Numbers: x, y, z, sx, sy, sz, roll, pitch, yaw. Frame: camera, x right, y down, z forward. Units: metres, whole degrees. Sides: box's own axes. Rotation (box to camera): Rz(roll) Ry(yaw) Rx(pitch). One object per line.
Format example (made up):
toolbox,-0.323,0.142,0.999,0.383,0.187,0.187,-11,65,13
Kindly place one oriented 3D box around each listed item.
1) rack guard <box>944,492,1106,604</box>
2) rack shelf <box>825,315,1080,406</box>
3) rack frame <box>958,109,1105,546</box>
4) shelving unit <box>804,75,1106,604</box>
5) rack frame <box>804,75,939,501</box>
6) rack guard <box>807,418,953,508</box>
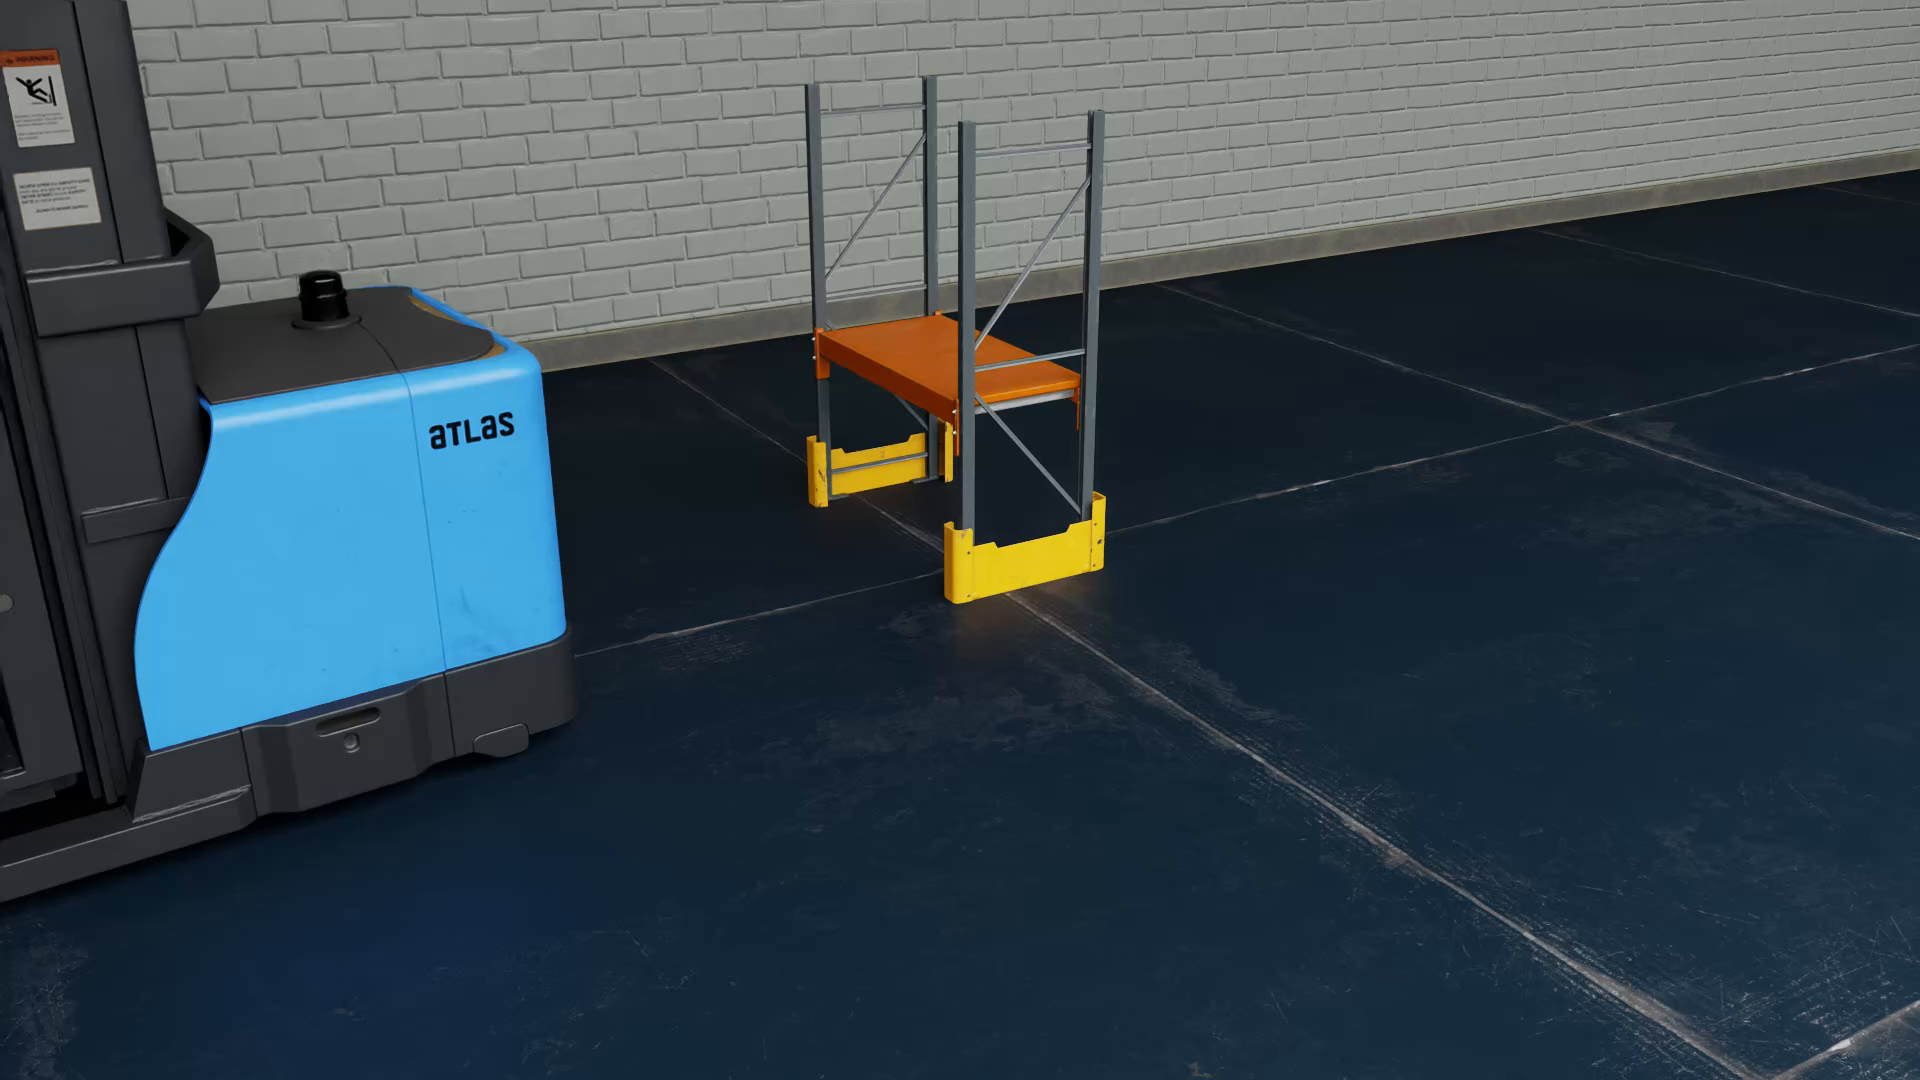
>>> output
rack guard,0.215,0.021,5.429,0.587,0.250,0.087,-13,25,-28
rack shelf,-0.044,-0.618,5.640,0.459,0.026,0.952,-13,25,-28
rack frame,0.216,-0.558,5.192,0.500,1.500,0.032,-13,25,-28
shelving unit,-0.039,-0.719,5.590,0.587,1.500,1.083,-13,25,-28
rack frame,-0.303,-0.887,6.002,0.500,1.500,0.032,-13,25,-28
rack guard,-0.293,-0.302,6.222,0.587,0.250,0.087,-13,25,-28
